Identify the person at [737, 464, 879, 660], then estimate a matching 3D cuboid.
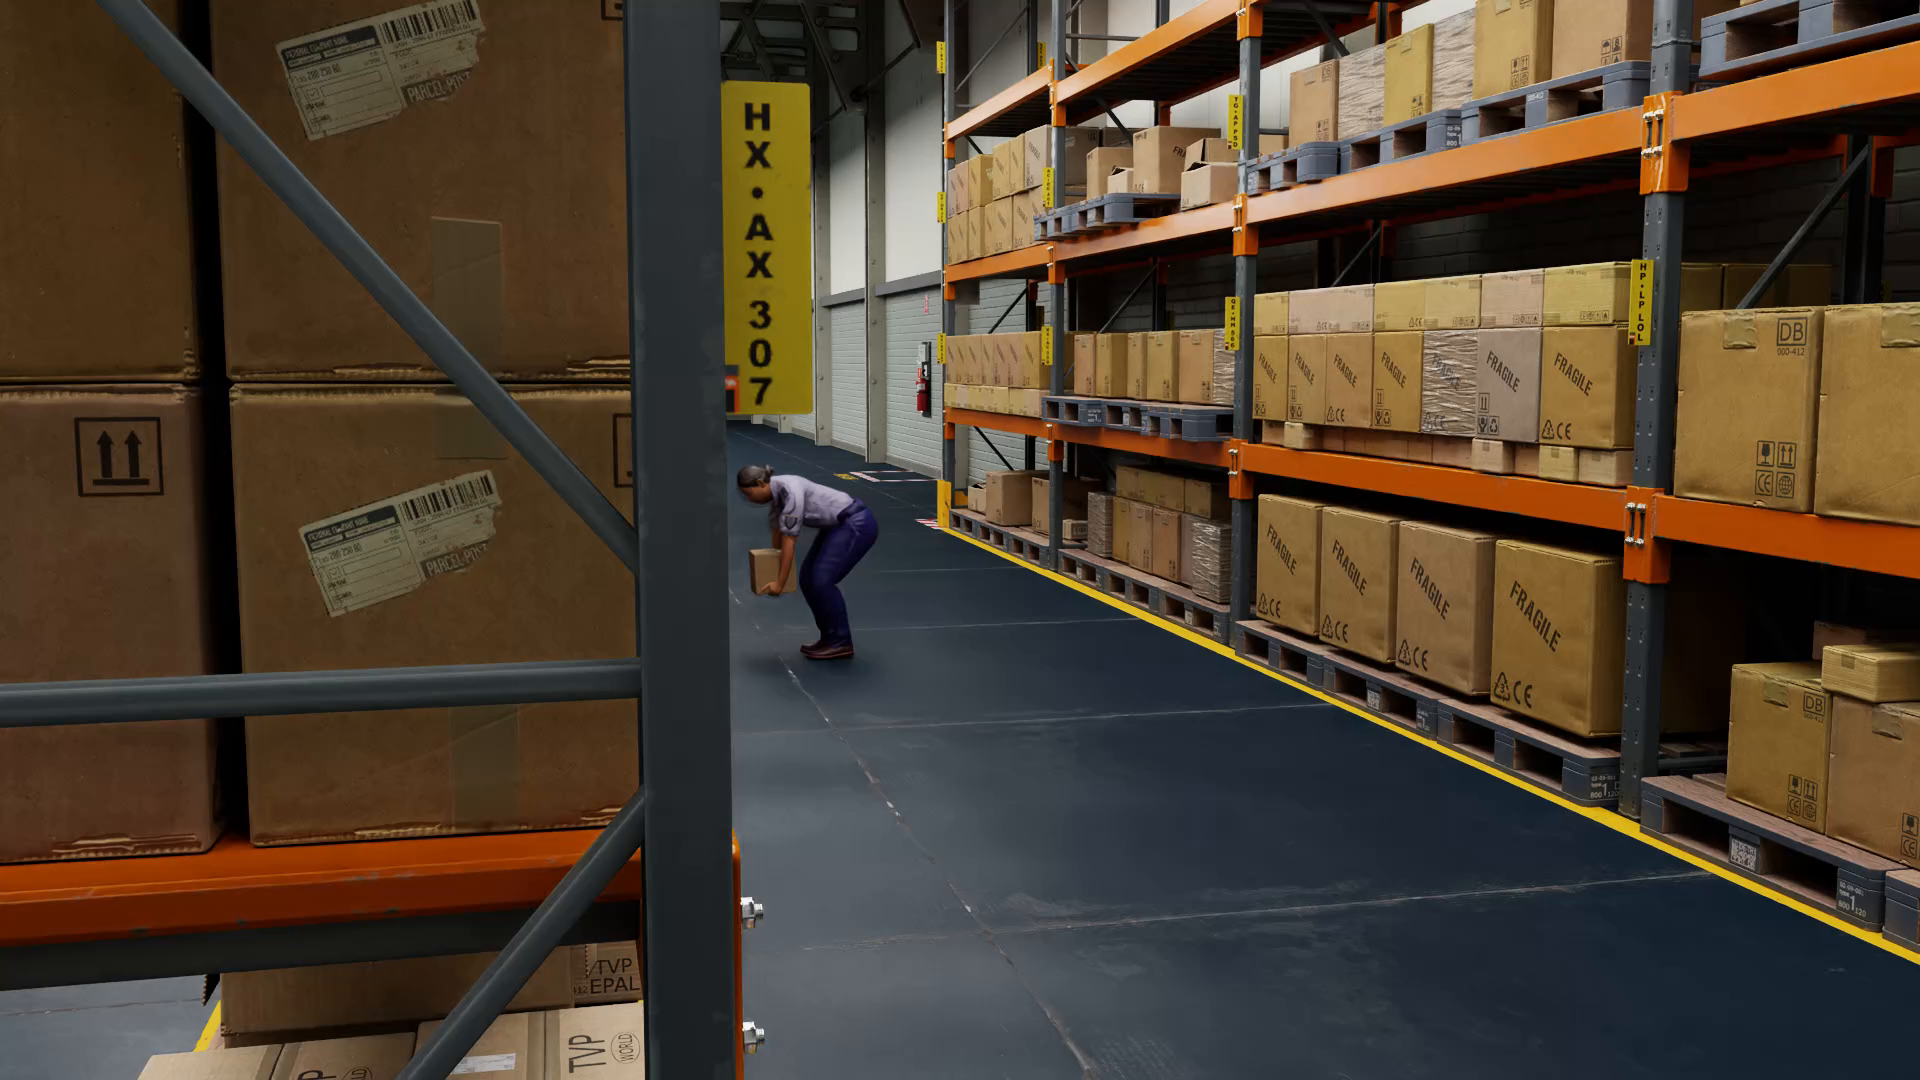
[{"bbox_3d":[-0.936,0.131,10.214,0.858,1.185,0.465,-2,6,-16],"label":"person"}]
